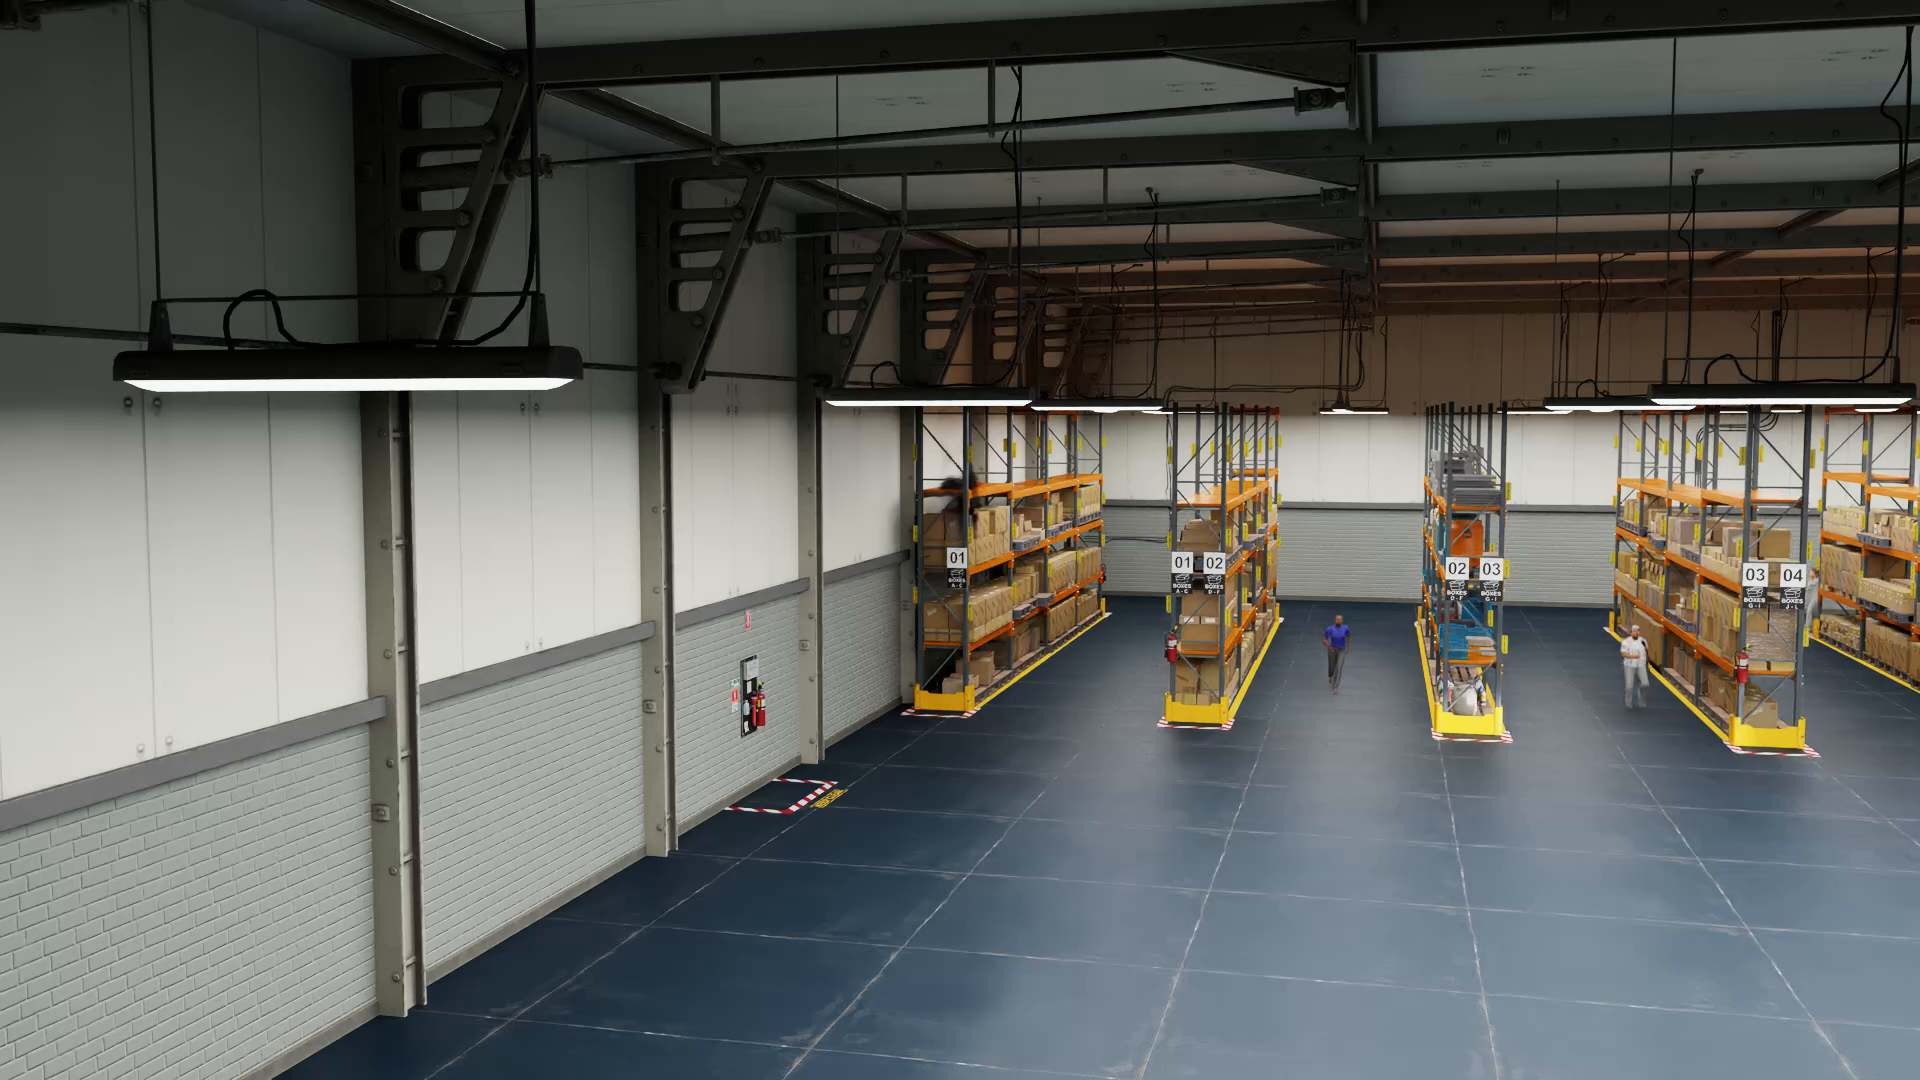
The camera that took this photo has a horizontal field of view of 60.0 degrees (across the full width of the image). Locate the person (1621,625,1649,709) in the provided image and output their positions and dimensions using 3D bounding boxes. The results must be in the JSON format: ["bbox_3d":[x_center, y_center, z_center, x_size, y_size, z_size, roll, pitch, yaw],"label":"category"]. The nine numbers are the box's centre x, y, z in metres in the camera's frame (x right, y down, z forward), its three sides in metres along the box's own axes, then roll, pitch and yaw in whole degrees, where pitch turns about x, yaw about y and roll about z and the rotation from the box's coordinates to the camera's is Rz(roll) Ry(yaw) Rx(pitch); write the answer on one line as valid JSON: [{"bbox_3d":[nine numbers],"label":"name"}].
[{"bbox_3d":[13.249,2.496,32.576,0.601,1.632,0.648,0,4,7],"label":"person"}]

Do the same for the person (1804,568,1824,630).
[{"bbox_3d":[22.771,1.592,44.298,0.926,1.681,0.611,0,4,-4],"label":"person"}]

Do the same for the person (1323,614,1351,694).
[{"bbox_3d":[7.873,2.359,34.726,0.600,1.643,0.814,0,4,5],"label":"person"}]
